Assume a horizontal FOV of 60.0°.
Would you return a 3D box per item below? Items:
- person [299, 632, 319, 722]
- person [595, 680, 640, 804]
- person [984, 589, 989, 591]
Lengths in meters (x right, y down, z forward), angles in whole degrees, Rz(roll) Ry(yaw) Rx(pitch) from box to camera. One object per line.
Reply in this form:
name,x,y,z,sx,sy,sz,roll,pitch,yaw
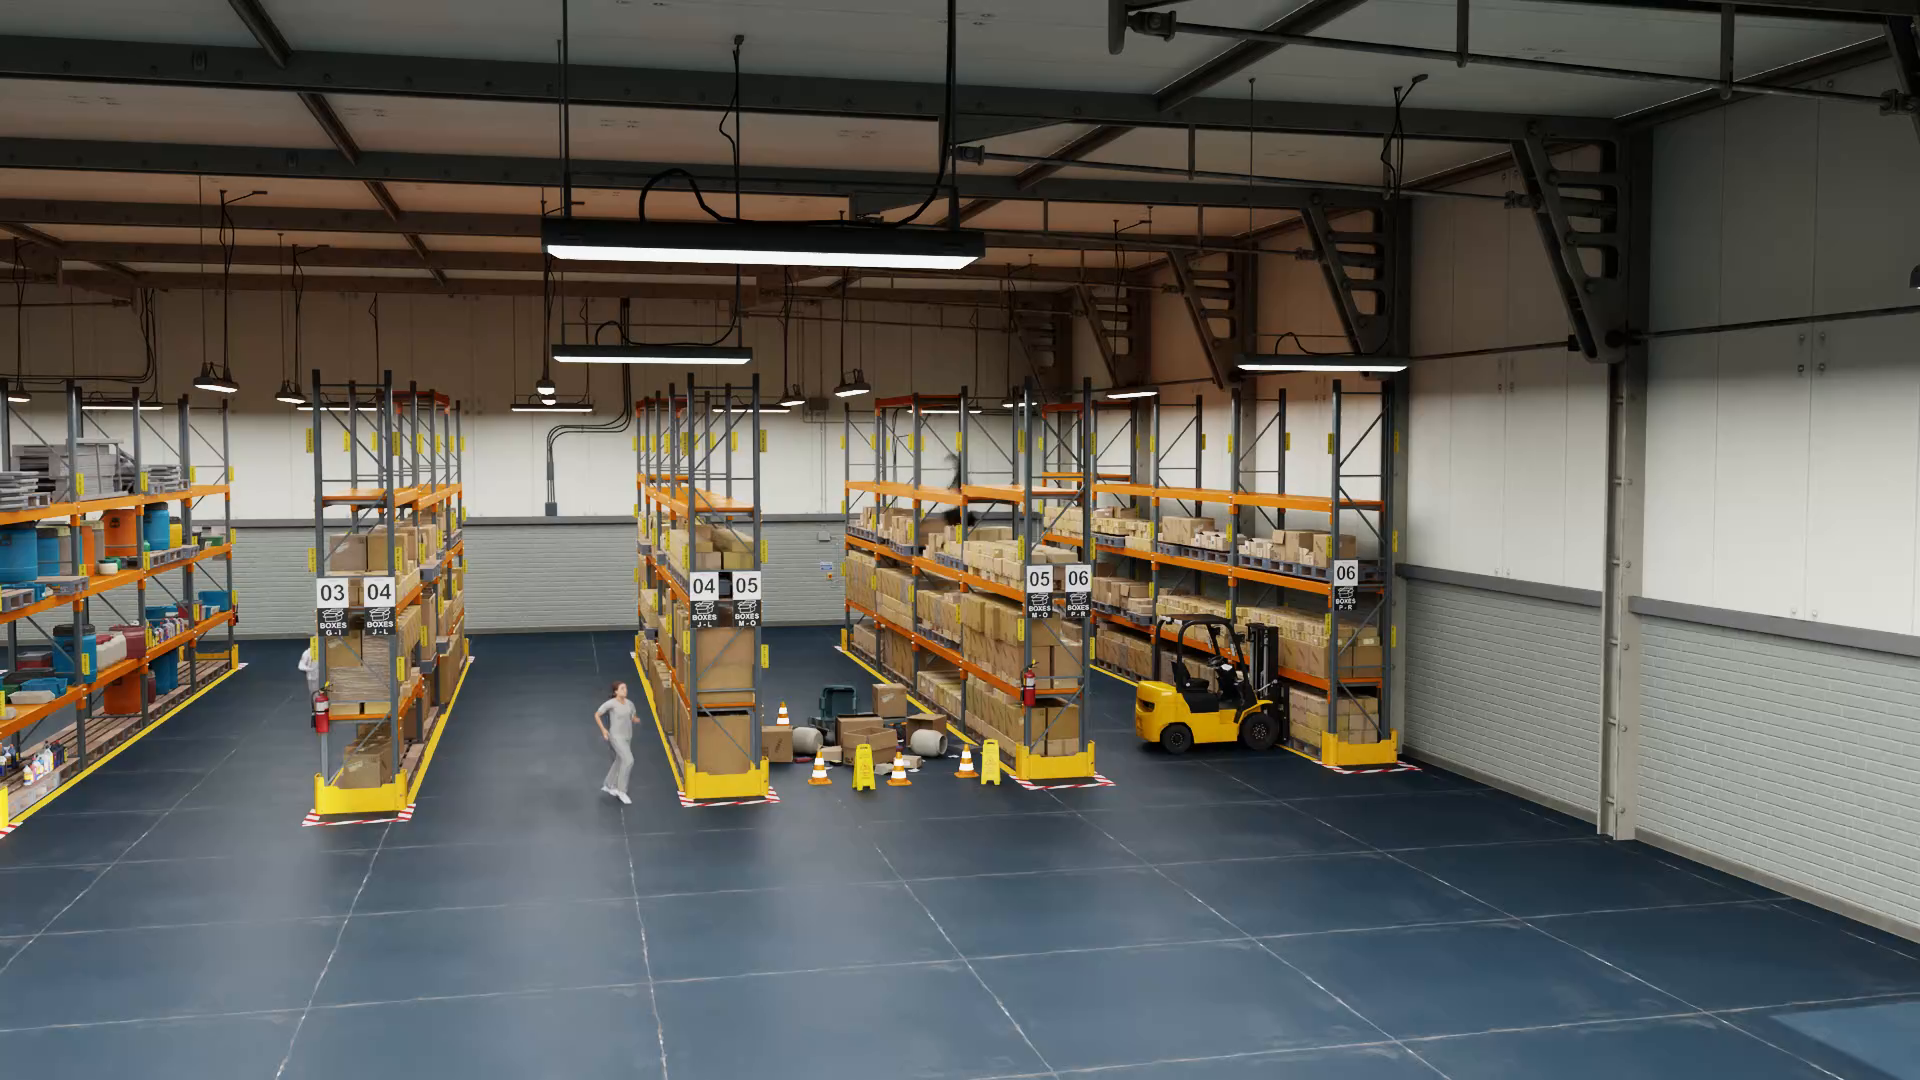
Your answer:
person,-11.239,2.449,29.073,0.595,1.684,0.919,-1,4,-20
person,-4.769,2.821,23.322,0.740,1.716,0.535,2,4,30
person,0.739,1.951,38.001,0.699,1.751,1.097,-2,4,-31
